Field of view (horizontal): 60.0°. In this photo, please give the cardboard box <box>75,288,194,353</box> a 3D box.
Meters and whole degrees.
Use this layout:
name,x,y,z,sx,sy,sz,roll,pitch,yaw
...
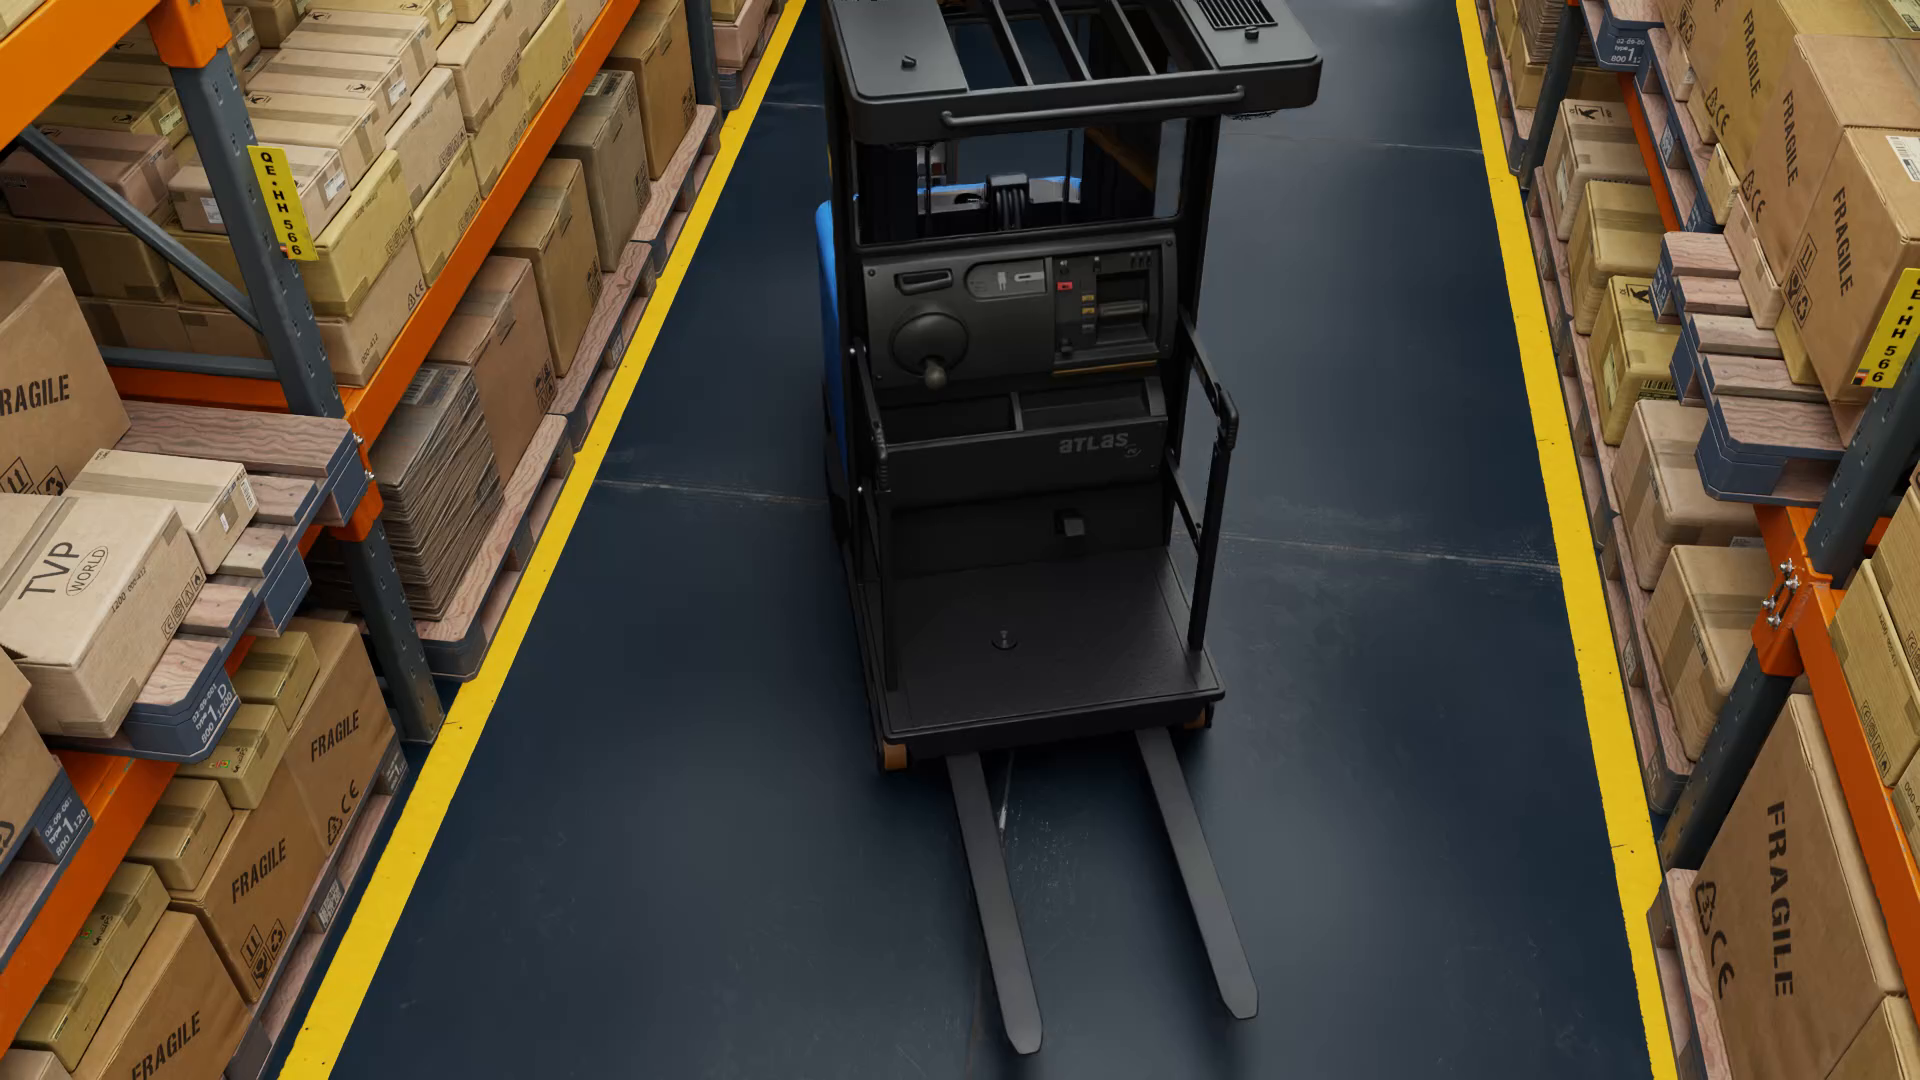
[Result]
name,x,y,z,sx,sy,sz,roll,pitch,yaw
cardboard box,-2.433,-0.768,4.988,0.500,0.250,0.500,4,44,5

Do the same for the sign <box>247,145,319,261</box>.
name,x,y,z,sx,sy,sz,roll,pitch,yaw
sign,-1.700,-0.841,4.172,0.100,0.325,0.005,5,44,6

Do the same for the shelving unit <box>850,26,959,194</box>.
name,x,y,z,sx,sy,sz,roll,pitch,yaw
shelving unit,-0.247,-1.494,6.293,0.431,2.100,0.503,-5,42,-6

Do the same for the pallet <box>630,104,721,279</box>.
name,x,y,z,sx,sy,sz,roll,pitch,yaw
pallet,-1.769,-1.700,7.892,1.003,0.211,1.213,5,44,6

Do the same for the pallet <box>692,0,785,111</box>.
name,x,y,z,sx,sy,sz,roll,pitch,yaw
pallet,-1.564,-2.744,8.995,1.003,0.211,1.213,5,44,6

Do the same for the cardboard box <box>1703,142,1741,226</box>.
name,x,y,z,sx,sy,sz,roll,pitch,yaw
cardboard box,2.508,-1.075,5.081,0.380,0.149,0.250,6,44,6

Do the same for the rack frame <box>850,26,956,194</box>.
name,x,y,z,sx,sy,sz,roll,pitch,yaw
rack frame,-0.215,-1.332,6.114,0.400,2.100,0.015,-5,42,-6

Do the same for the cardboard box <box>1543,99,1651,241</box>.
name,x,y,z,sx,sy,sz,roll,pitch,yaw
cardboard box,3.143,-1.611,7.375,0.950,0.372,0.625,6,44,6

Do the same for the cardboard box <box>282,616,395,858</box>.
name,x,y,z,sx,sy,sz,roll,pitch,yaw
cardboard box,-2.082,0.570,4.979,0.500,0.500,0.500,6,44,7

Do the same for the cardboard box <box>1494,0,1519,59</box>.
name,x,y,z,sx,sy,sz,roll,pitch,yaw
cardboard box,3.082,-2.715,8.630,0.500,0.250,0.500,4,44,4

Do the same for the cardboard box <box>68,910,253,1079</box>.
name,x,y,z,sx,sy,sz,roll,pitch,yaw
cardboard box,-2.225,1.267,4.242,0.500,0.500,0.500,7,44,7

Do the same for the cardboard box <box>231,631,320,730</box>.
name,x,y,z,sx,sy,sz,roll,pitch,yaw
cardboard box,-2.053,0.387,4.701,0.380,0.149,0.250,3,44,3

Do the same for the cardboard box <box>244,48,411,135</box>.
name,x,y,z,sx,sy,sz,roll,pitch,yaw
cardboard box,-1.863,-1.314,4.912,0.380,0.149,0.250,6,44,7

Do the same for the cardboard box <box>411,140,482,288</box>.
name,x,y,z,sx,sy,sz,roll,pitch,yaw
cardboard box,-1.867,-1.061,5.298,0.500,0.250,0.500,4,44,5

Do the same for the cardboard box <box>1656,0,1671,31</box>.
name,x,y,z,sx,sy,sz,roll,pitch,yaw
cardboard box,2.745,-1.942,5.997,0.380,0.149,0.250,6,44,6

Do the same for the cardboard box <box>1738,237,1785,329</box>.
name,x,y,z,sx,sy,sz,roll,pitch,yaw
cardboard box,2.444,-0.715,4.701,0.380,0.149,0.250,5,44,5

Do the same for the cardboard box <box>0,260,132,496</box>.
name,x,y,z,sx,sy,sz,roll,pitch,yaw
cardboard box,-2.462,-0.345,4.054,0.500,0.500,0.500,7,44,7

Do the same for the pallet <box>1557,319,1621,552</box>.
name,x,y,z,sx,sy,sz,roll,pitch,yaw
pallet,2.950,-0.393,6.511,1.003,0.211,1.213,5,44,6

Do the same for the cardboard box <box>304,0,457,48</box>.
name,x,y,z,sx,sy,sz,roll,pitch,yaw
cardboard box,-1.837,-1.668,5.285,0.380,0.149,0.250,6,44,6

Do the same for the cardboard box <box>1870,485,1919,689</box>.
name,x,y,z,sx,sy,sz,roll,pitch,yaw
cardboard box,2.370,0.152,3.653,0.500,0.250,0.500,5,44,5

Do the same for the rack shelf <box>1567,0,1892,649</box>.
name,x,y,z,sx,sy,sz,roll,pitch,yaw
rack shelf,2.946,-1.146,5.802,1.077,0.370,4.000,5,44,6

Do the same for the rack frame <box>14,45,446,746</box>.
name,x,y,z,sx,sy,sz,roll,pitch,yaw
rack frame,-2.239,-0.493,4.589,1.000,3.000,0.127,5,44,6

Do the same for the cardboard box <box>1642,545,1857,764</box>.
name,x,y,z,sx,sy,sz,roll,pitch,yaw
cardboard box,2.766,0.374,5.280,0.950,0.372,0.625,3,43,3

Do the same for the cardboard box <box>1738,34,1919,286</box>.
name,x,y,z,sx,sy,sz,roll,pitch,yaw
cardboard box,2.523,-1.029,4.561,0.500,0.500,0.500,5,44,5

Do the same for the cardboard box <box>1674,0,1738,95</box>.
name,x,y,z,sx,sy,sz,roll,pitch,yaw
cardboard box,2.662,-1.745,5.317,0.500,0.500,0.500,4,44,4

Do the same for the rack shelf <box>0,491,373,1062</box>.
name,x,y,z,sx,sy,sz,roll,pitch,yaw
rack shelf,-2.504,1.132,3.396,1.077,0.370,4.000,5,44,6

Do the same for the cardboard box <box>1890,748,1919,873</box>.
name,x,y,z,sx,sy,sz,roll,pitch,yaw
cardboard box,2.317,0.673,3.467,0.500,0.250,0.500,4,44,4

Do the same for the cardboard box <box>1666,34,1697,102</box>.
name,x,y,z,sx,sy,sz,roll,pitch,yaw
cardboard box,2.624,-1.598,5.633,0.380,0.149,0.250,7,44,7

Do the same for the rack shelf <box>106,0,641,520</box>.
name,x,y,z,sx,sy,sz,roll,pitch,yaw
rack shelf,-1.975,-1.594,6.275,1.077,0.370,4.000,5,44,6

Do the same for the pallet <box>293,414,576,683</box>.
name,x,y,z,sx,sy,sz,roll,pitch,yaw
pallet,-2.092,-0.037,6.136,1.003,0.211,1.213,5,44,6

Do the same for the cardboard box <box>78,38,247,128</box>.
name,x,y,z,sx,sy,sz,roll,pitch,yaw
cardboard box,-2.378,-1.364,4.964,0.380,0.149,0.250,5,44,5

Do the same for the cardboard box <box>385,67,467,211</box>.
name,x,y,z,sx,sy,sz,roll,pitch,yaw
cardboard box,-1.871,-1.241,5.124,0.500,0.250,0.500,7,44,7

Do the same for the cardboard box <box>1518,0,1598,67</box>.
name,x,y,z,sx,sy,sz,roll,pitch,yaw
cardboard box,3.022,-2.624,7.989,0.500,0.500,0.500,5,44,5

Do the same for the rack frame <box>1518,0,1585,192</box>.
name,x,y,z,sx,sy,sz,roll,pitch,yaw
rack frame,3.210,-2.770,6.994,1.000,3.000,0.127,5,44,6

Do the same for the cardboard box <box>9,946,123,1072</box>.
name,x,y,z,sx,sy,sz,roll,pitch,yaw
cardboard box,-2.250,1.097,3.951,0.380,0.149,0.250,5,44,5

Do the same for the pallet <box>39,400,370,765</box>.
name,x,y,z,sx,sy,sz,roll,pitch,yaw
pallet,-2.259,0.045,4.160,1.213,0.211,1.003,5,44,6

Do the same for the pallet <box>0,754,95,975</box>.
name,x,y,z,sx,sy,sz,roll,pitch,yaw
pallet,-2.492,0.903,3.254,1.003,0.211,1.213,5,44,6

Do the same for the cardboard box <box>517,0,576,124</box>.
name,x,y,z,sx,sy,sz,roll,pitch,yaw
cardboard box,-1.735,-1.766,6.042,0.500,0.250,0.500,7,44,7

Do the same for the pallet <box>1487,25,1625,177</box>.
name,x,y,z,sx,sy,sz,roll,pitch,yaw
pallet,3.264,-2.218,8.439,1.003,0.211,1.213,5,44,6

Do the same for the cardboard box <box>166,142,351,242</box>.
name,x,y,z,sx,sy,sz,roll,pitch,yaw
cardboard box,-1.905,-0.955,4.532,0.380,0.149,0.250,6,44,7

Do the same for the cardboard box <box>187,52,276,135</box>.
name,x,y,z,sx,sy,sz,roll,pitch,yaw
cardboard box,-2.389,-1.300,5.186,0.500,0.250,0.500,6,44,6

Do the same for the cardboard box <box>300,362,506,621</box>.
name,x,y,z,sx,sy,sz,roll,pitch,yaw
cardboard box,-2.143,-0.207,5.708,0.875,0.625,0.625,7,44,7

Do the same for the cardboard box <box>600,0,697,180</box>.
name,x,y,z,sx,sy,sz,roll,pitch,yaw
cardboard box,-1.768,-2.152,7.763,0.875,0.625,0.625,7,44,7

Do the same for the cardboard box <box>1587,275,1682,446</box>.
name,x,y,z,sx,sy,sz,roll,pitch,yaw
cardboard box,2.961,-0.646,6.357,0.950,0.372,0.625,7,44,7

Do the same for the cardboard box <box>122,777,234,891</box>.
name,x,y,z,sx,sy,sz,roll,pitch,yaw
cardboard box,-2.137,0.751,4.316,0.380,0.149,0.250,4,44,4

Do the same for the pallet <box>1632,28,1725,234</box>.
name,x,y,z,sx,sy,sz,roll,pitch,yaw
pallet,2.902,-1.327,5.609,1.003,0.211,1.213,5,44,6

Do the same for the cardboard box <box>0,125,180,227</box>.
name,x,y,z,sx,sy,sz,roll,pitch,yaw
cardboard box,-2.397,-1.004,4.585,0.380,0.149,0.250,7,44,7

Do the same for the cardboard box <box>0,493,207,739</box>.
name,x,y,z,sx,sy,sz,roll,pitch,yaw
cardboard box,-2.058,0.158,3.705,0.500,0.250,0.500,3,44,4

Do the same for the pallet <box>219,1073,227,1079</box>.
name,x,y,z,sx,sy,sz,roll,pitch,yaw
pallet,-2.539,1.855,4.138,1.003,0.211,1.213,5,44,6

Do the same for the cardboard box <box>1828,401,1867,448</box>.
name,x,y,z,sx,sy,sz,roll,pitch,yaw
cardboard box,2.491,-0.350,4.315,0.380,0.149,0.250,7,44,7

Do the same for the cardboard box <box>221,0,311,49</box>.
name,x,y,z,sx,sy,sz,roll,pitch,yaw
cardboard box,-2.303,-1.709,5.328,0.380,0.149,0.250,5,44,5

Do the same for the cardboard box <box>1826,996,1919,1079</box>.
name,x,y,z,sx,sy,sz,roll,pitch,yaw
cardboard box,2.386,1.646,3.570,0.875,0.875,0.875,6,44,6

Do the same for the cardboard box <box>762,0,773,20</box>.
name,x,y,z,sx,sy,sz,roll,pitch,yaw
cardboard box,-1.266,-3.020,8.952,0.500,0.250,0.500,4,44,5

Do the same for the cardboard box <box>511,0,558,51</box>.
name,x,y,z,sx,sy,sz,roll,pitch,yaw
cardboard box,-1.741,-1.946,5.870,0.500,0.250,0.500,6,44,6

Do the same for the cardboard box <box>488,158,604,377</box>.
name,x,y,z,sx,sy,sz,roll,pitch,yaw
cardboard box,-1.976,-1.111,6.664,0.875,0.625,0.625,4,44,4

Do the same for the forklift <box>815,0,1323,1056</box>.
name,x,y,z,sx,sy,sz,roll,pitch,yaw
forklift,0.223,-0.584,4.735,1.130,2.935,3.031,-7,44,-7
